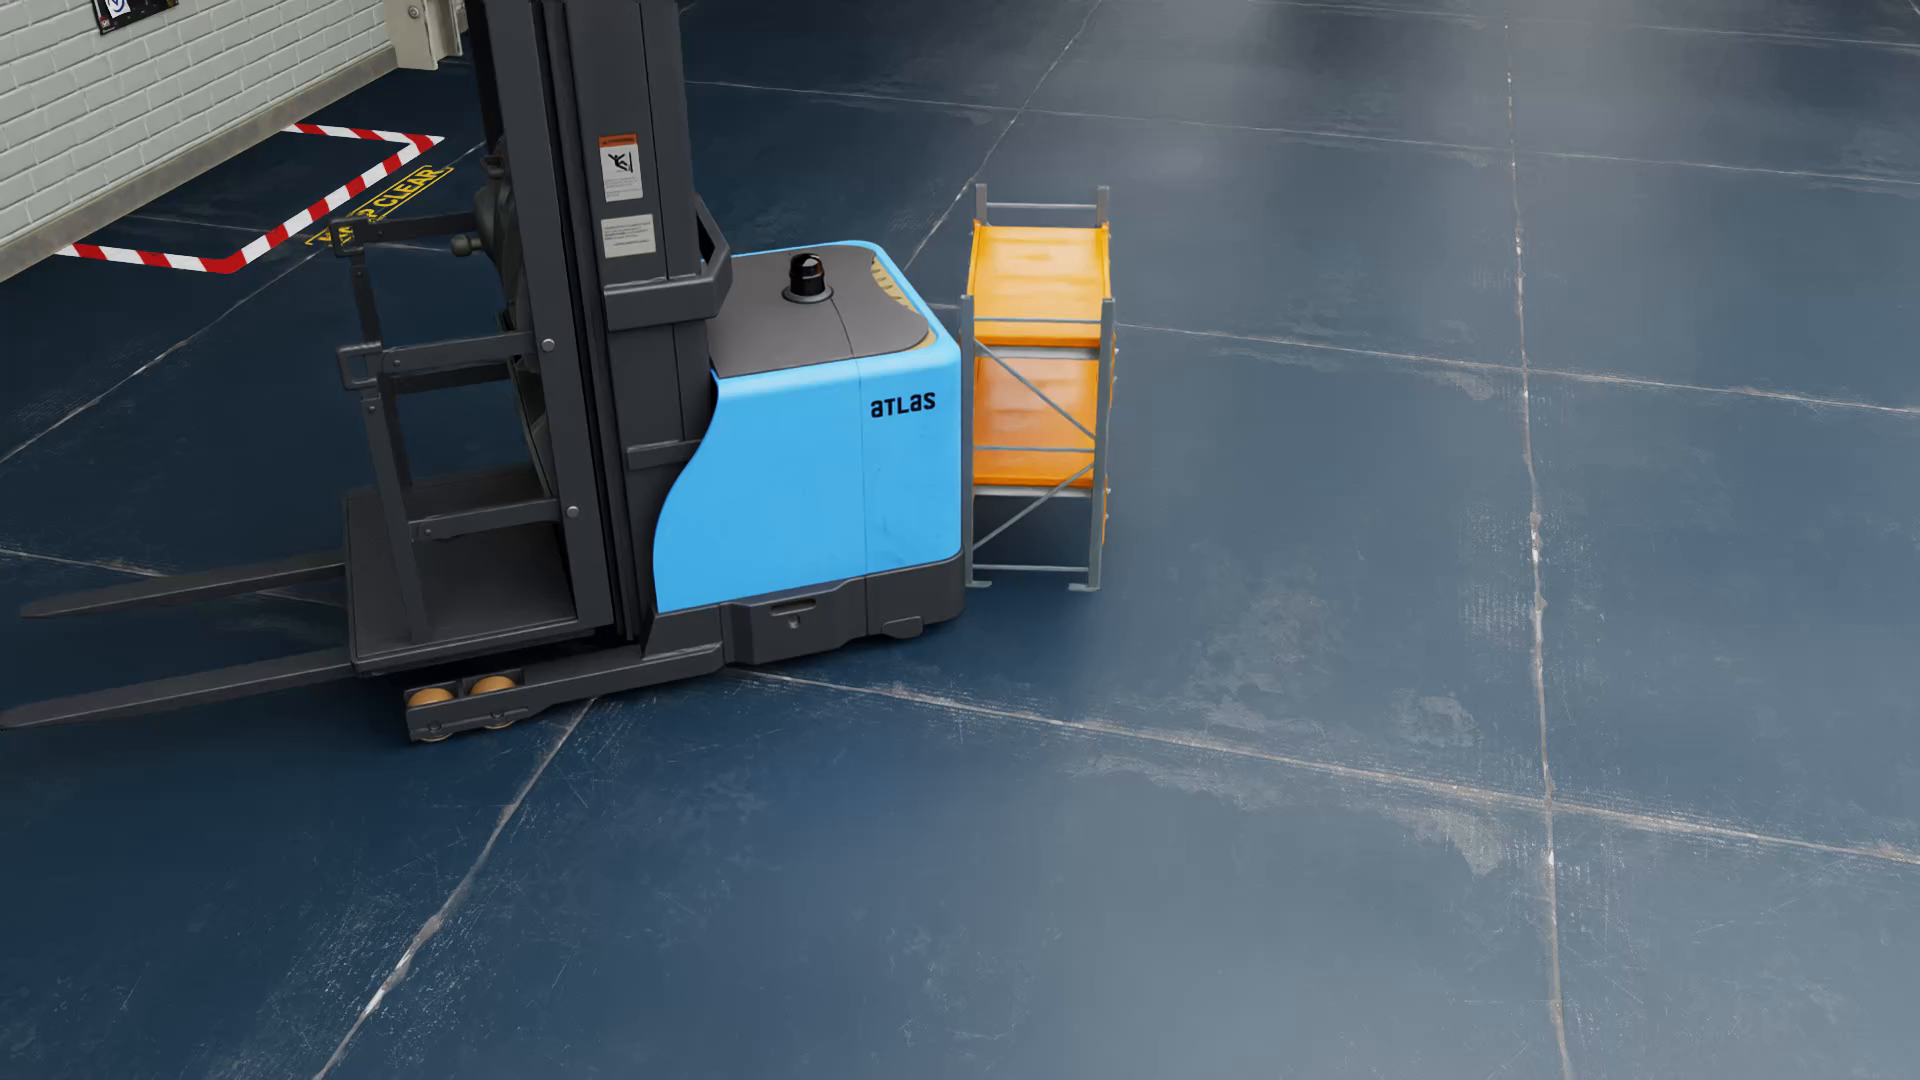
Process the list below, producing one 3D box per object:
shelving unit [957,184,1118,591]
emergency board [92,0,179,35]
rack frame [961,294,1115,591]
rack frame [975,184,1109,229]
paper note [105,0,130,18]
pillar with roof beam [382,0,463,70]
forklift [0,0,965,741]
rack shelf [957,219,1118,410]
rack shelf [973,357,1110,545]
[{"bbox_3d":[0.280,-0.581,6.115,0.538,1.125,1.048,2,32,3],"label":"shelving unit"},{"bbox_3d":[-4.320,-3.291,8.630,0.194,1.169,0.643,8,33,12],"label":"emergency board"},{"bbox_3d":[0.252,-0.309,5.687,0.500,1.125,0.032,2,32,3],"label":"rack frame"},{"bbox_3d":[0.308,-0.853,6.544,0.500,1.125,0.032,2,32,3],"label":"rack frame"},{"bbox_3d":[-4.431,-2.836,8.737,0.016,0.148,0.142,8,33,12],"label":"paper note"},{"bbox_3d":[0.508,-6.513,8.108,9.100,9.000,0.400,8,33,12],"label":"pillar with roof beam"},{"bbox_3d":[-1.556,-0.921,4.966,3.031,2.935,1.130,-10,34,-16],"label":"forklift"},{"bbox_3d":[0.280,-0.828,5.958,0.538,0.278,1.000,2,32,3],"label":"rack shelf"},{"bbox_3d":[0.280,-0.374,6.246,0.538,0.278,1.000,2,32,3],"label":"rack shelf"}]
